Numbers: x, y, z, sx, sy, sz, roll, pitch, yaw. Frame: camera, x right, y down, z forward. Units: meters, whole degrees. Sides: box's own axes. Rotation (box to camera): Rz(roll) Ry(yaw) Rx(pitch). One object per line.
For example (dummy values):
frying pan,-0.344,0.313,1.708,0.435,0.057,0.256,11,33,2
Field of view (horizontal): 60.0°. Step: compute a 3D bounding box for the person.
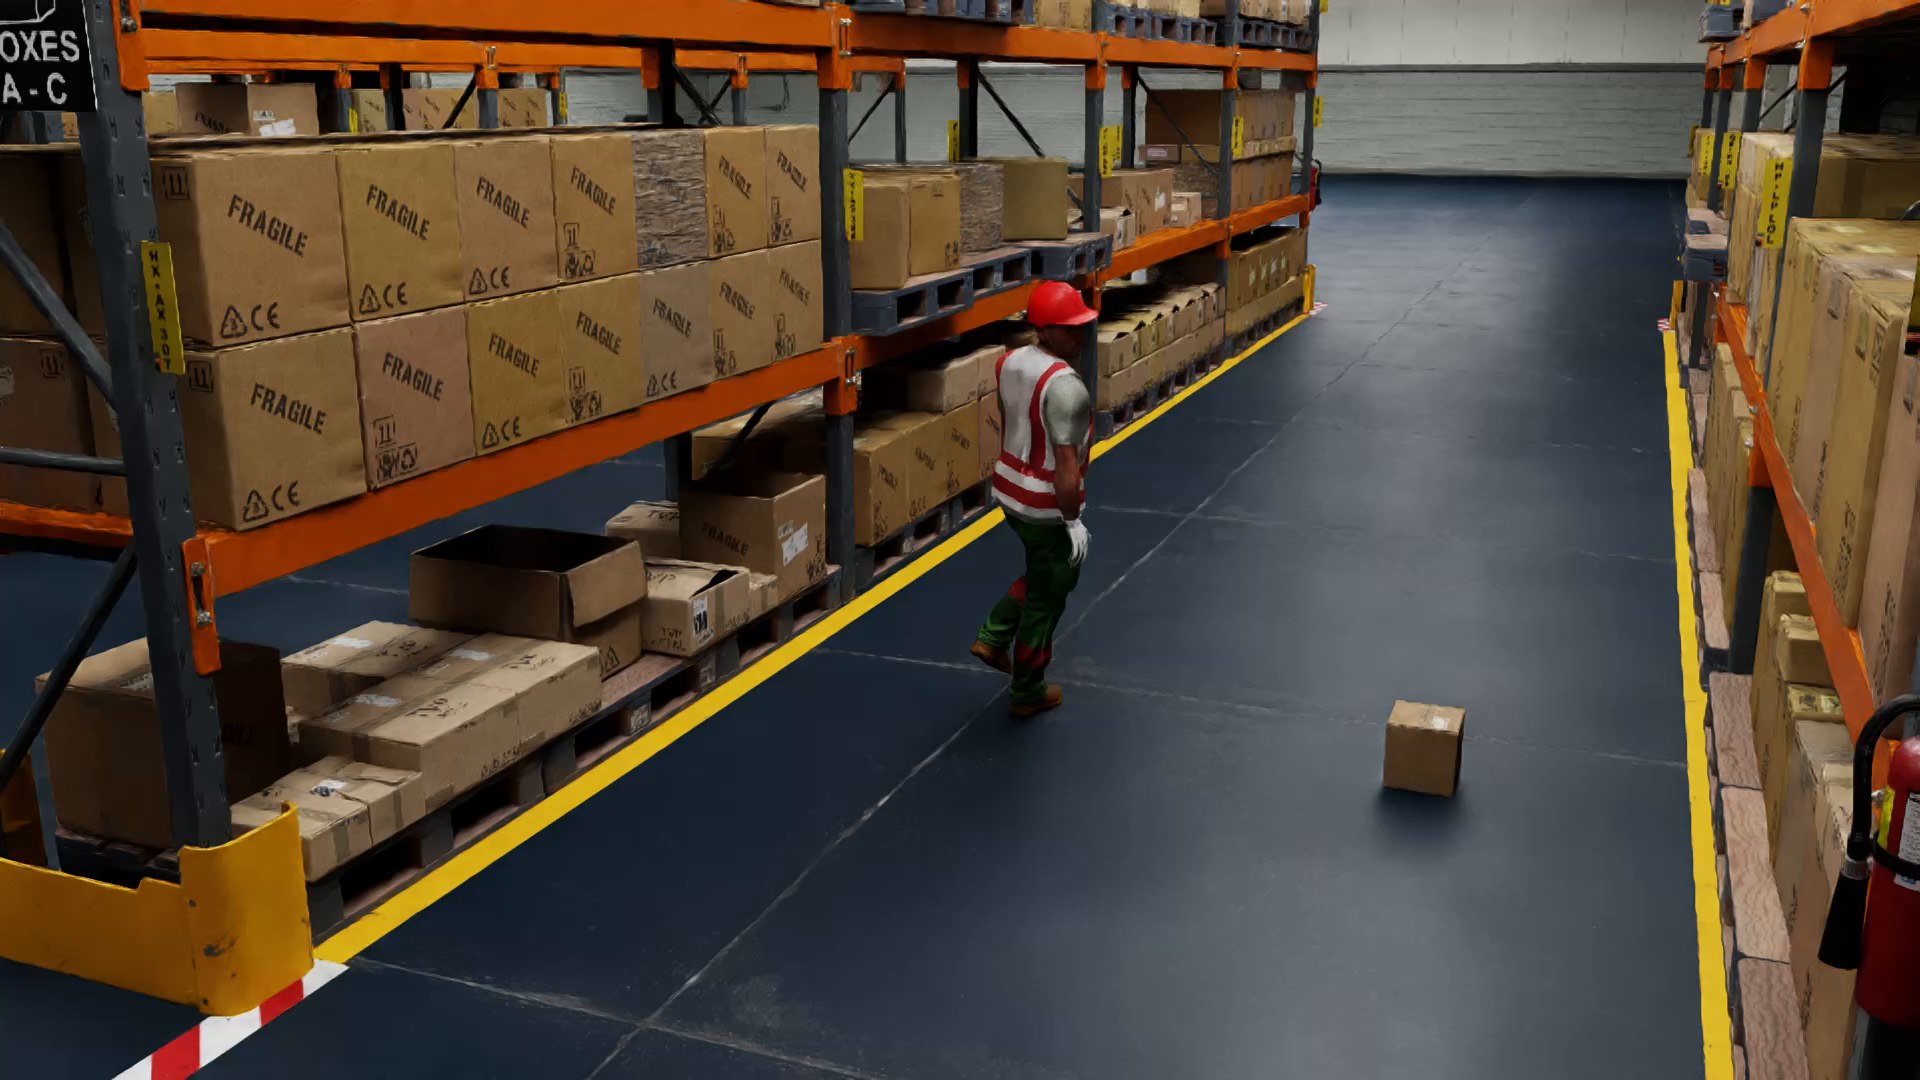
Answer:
person,0.360,-0.134,6.467,0.465,1.772,0.678,-9,17,-29
